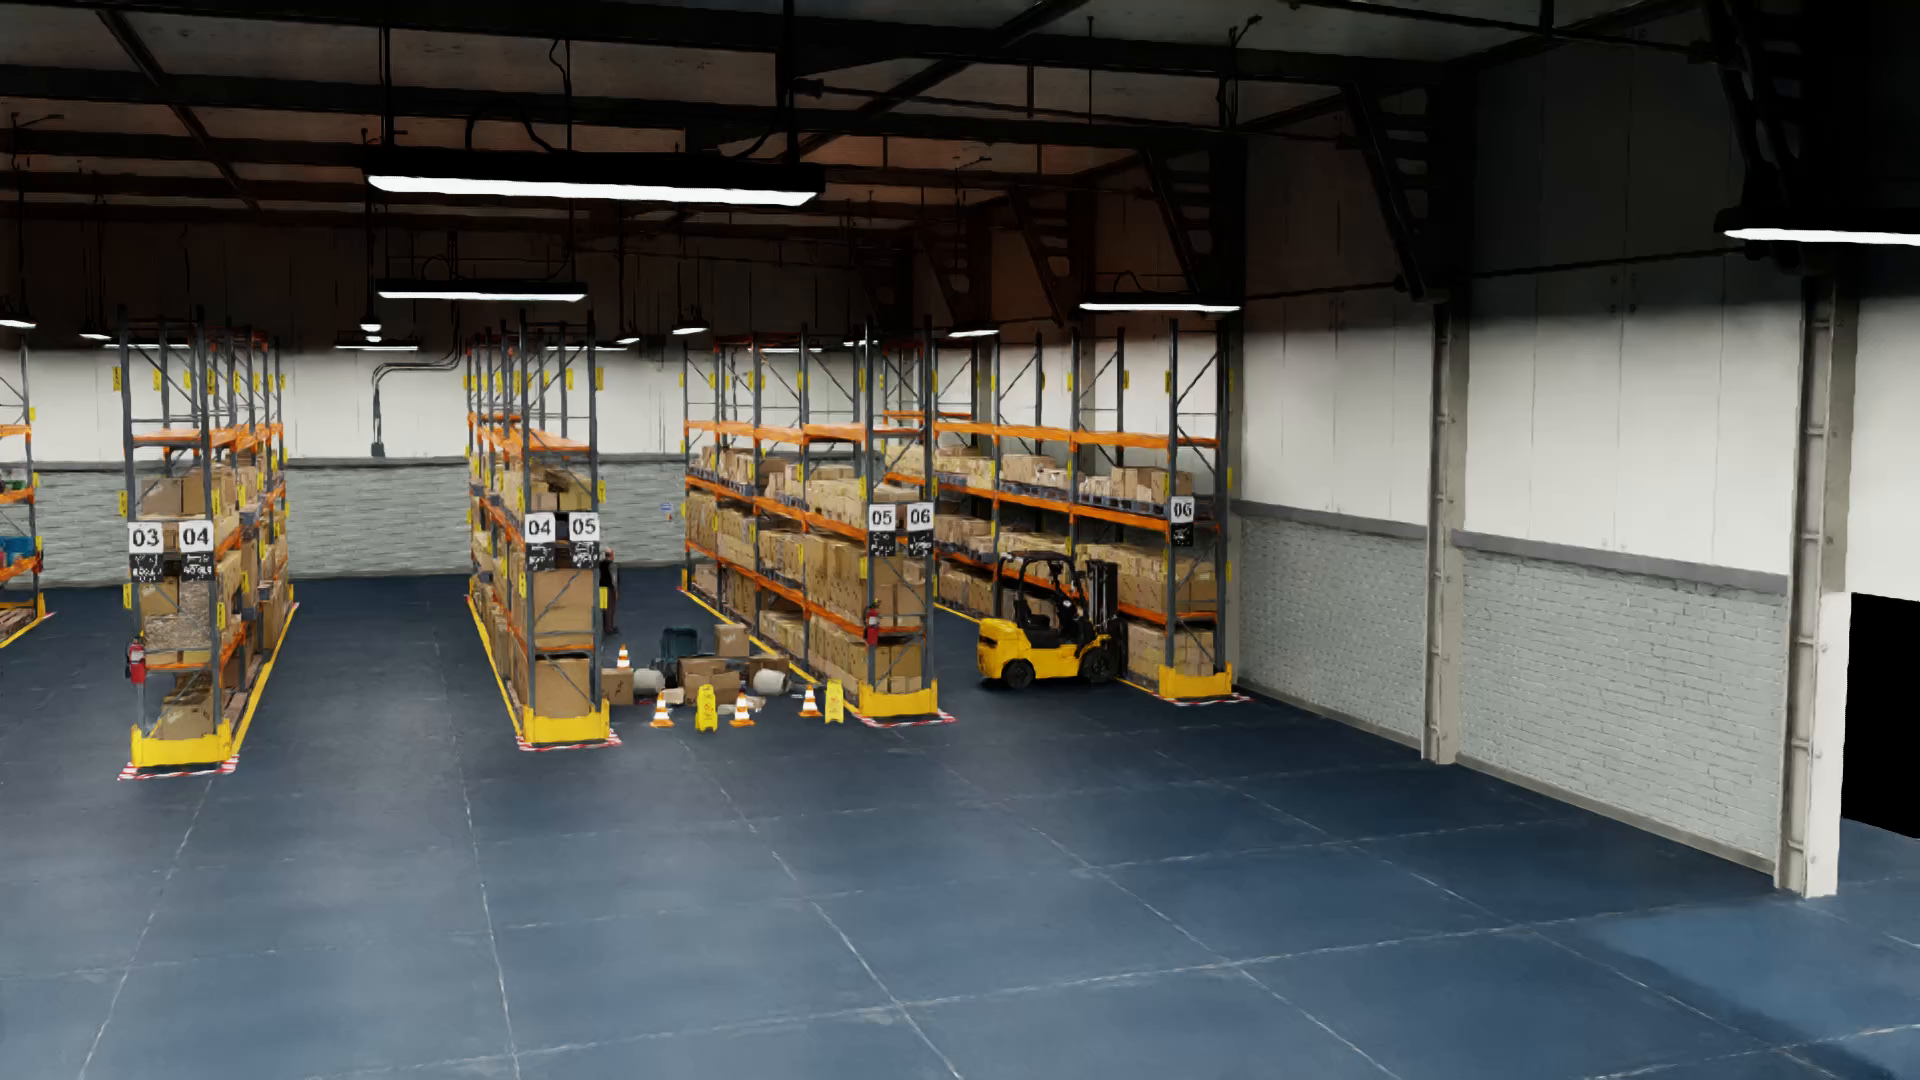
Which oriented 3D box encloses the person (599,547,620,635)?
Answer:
[{"bbox_3d":[-6.920,1.000,32.988,0.463,1.731,0.598,-5,7,-41],"label":"person"}]
